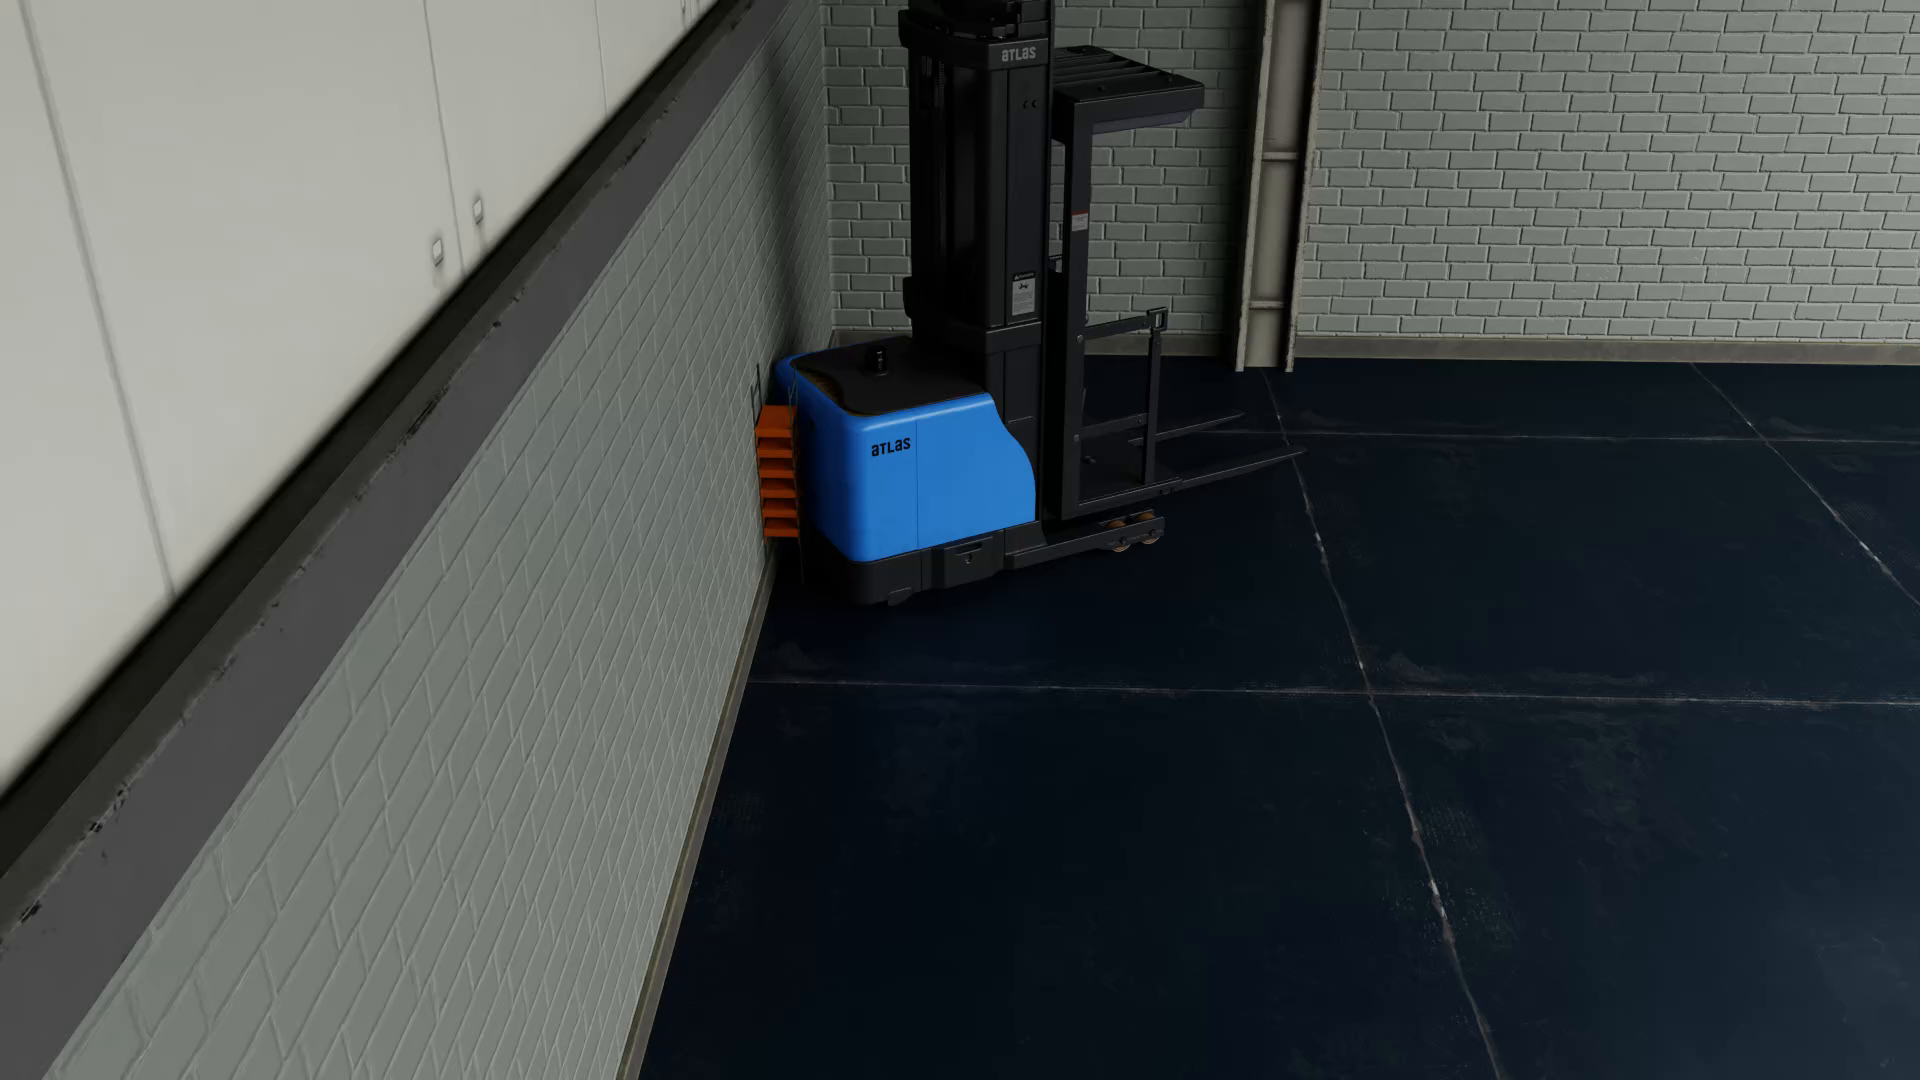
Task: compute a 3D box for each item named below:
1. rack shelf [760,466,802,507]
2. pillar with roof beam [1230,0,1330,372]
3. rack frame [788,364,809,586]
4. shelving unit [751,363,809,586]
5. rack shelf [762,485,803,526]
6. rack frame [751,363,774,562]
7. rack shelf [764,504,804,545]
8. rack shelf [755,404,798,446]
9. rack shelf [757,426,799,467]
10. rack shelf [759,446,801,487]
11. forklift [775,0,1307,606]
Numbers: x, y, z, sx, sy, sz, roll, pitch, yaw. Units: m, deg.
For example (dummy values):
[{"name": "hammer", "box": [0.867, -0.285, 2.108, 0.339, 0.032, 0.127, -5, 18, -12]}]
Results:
[{"name": "rack shelf", "box": [-0.919, -0.283, 8.578, 0.180, 0.103, 0.258, 1, 35, 2]}, {"name": "pillar with roof beam", "box": [1.942, -3.192, 5.664, 0.400, 9.000, 9.100, 1, 28, 2]}, {"name": "rack frame", "box": [-0.828, -0.317, 8.549, 0.006, 1.200, 0.240, 1, 35, 2]}, {"name": "shelving unit", "box": [-0.919, -0.319, 8.553, 0.189, 1.200, 0.258, 1, 35, 2]}, {"name": "rack shelf", "box": [-0.919, -0.184, 8.646, 0.180, 0.103, 0.258, 1, 35, 2]}, {"name": "rack frame", "box": [-1.011, -0.322, 8.557, 0.006, 1.200, 0.240, 1, 35, 2]}, {"name": "rack shelf", "box": [-0.918, -0.085, 8.714, 0.180, 0.103, 0.258, 1, 35, 2]}, {"name": "rack shelf", "box": [-0.921, -0.579, 8.374, 0.180, 0.103, 0.258, 1, 35, 2]}, {"name": "rack shelf", "box": [-0.920, -0.481, 8.442, 0.180, 0.103, 0.258, 1, 35, 2]}, {"name": "rack shelf", "box": [-0.920, -0.382, 8.510, 0.180, 0.103, 0.258, 1, 35, 2]}, {"name": "forklift", "box": [0.554, -1.434, 8.825, 3.031, 2.935, 1.130, -14, 31, -25]}]
